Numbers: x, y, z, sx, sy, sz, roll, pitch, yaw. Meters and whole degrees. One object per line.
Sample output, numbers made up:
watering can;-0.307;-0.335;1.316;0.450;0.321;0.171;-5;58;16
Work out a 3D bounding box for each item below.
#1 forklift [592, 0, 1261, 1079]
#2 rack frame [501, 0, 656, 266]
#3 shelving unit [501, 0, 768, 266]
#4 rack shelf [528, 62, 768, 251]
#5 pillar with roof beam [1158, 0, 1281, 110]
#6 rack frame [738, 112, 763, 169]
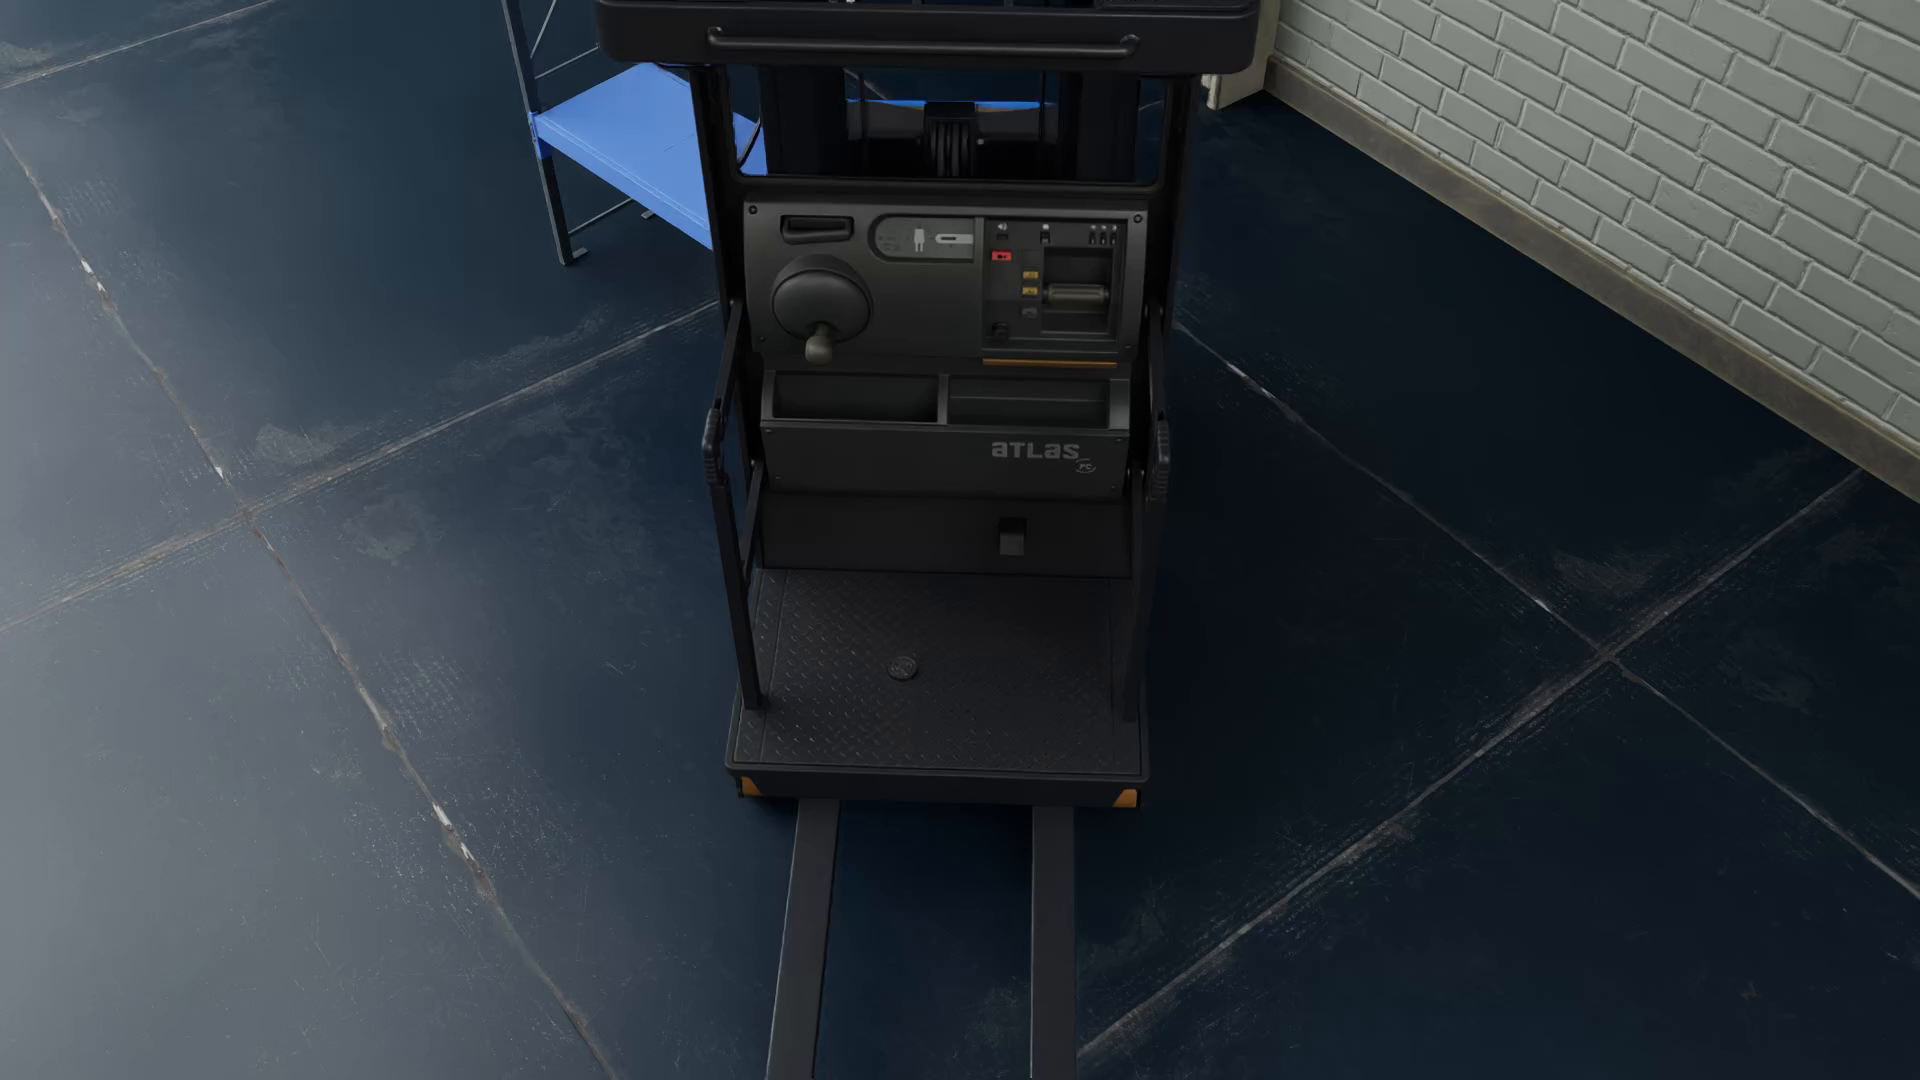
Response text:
forklift;-0.042;-0.499;3.724;1.130;2.935;3.031;2;48;1
rack frame;-1.306;-1.663;5.745;0.032;1.500;0.500;35;57;28
shelving unit;-0.938;-1.403;5.510;1.048;1.500;0.538;35;57;28
rack shelf;-0.938;-1.283;5.643;1.000;0.185;0.538;35;57;28
pillar with roof beam;-2.372;-3.046;1.937;9.100;9.000;0.400;-29;54;-24
rack frame;-0.569;-1.144;5.275;0.032;1.500;0.500;35;57;28
